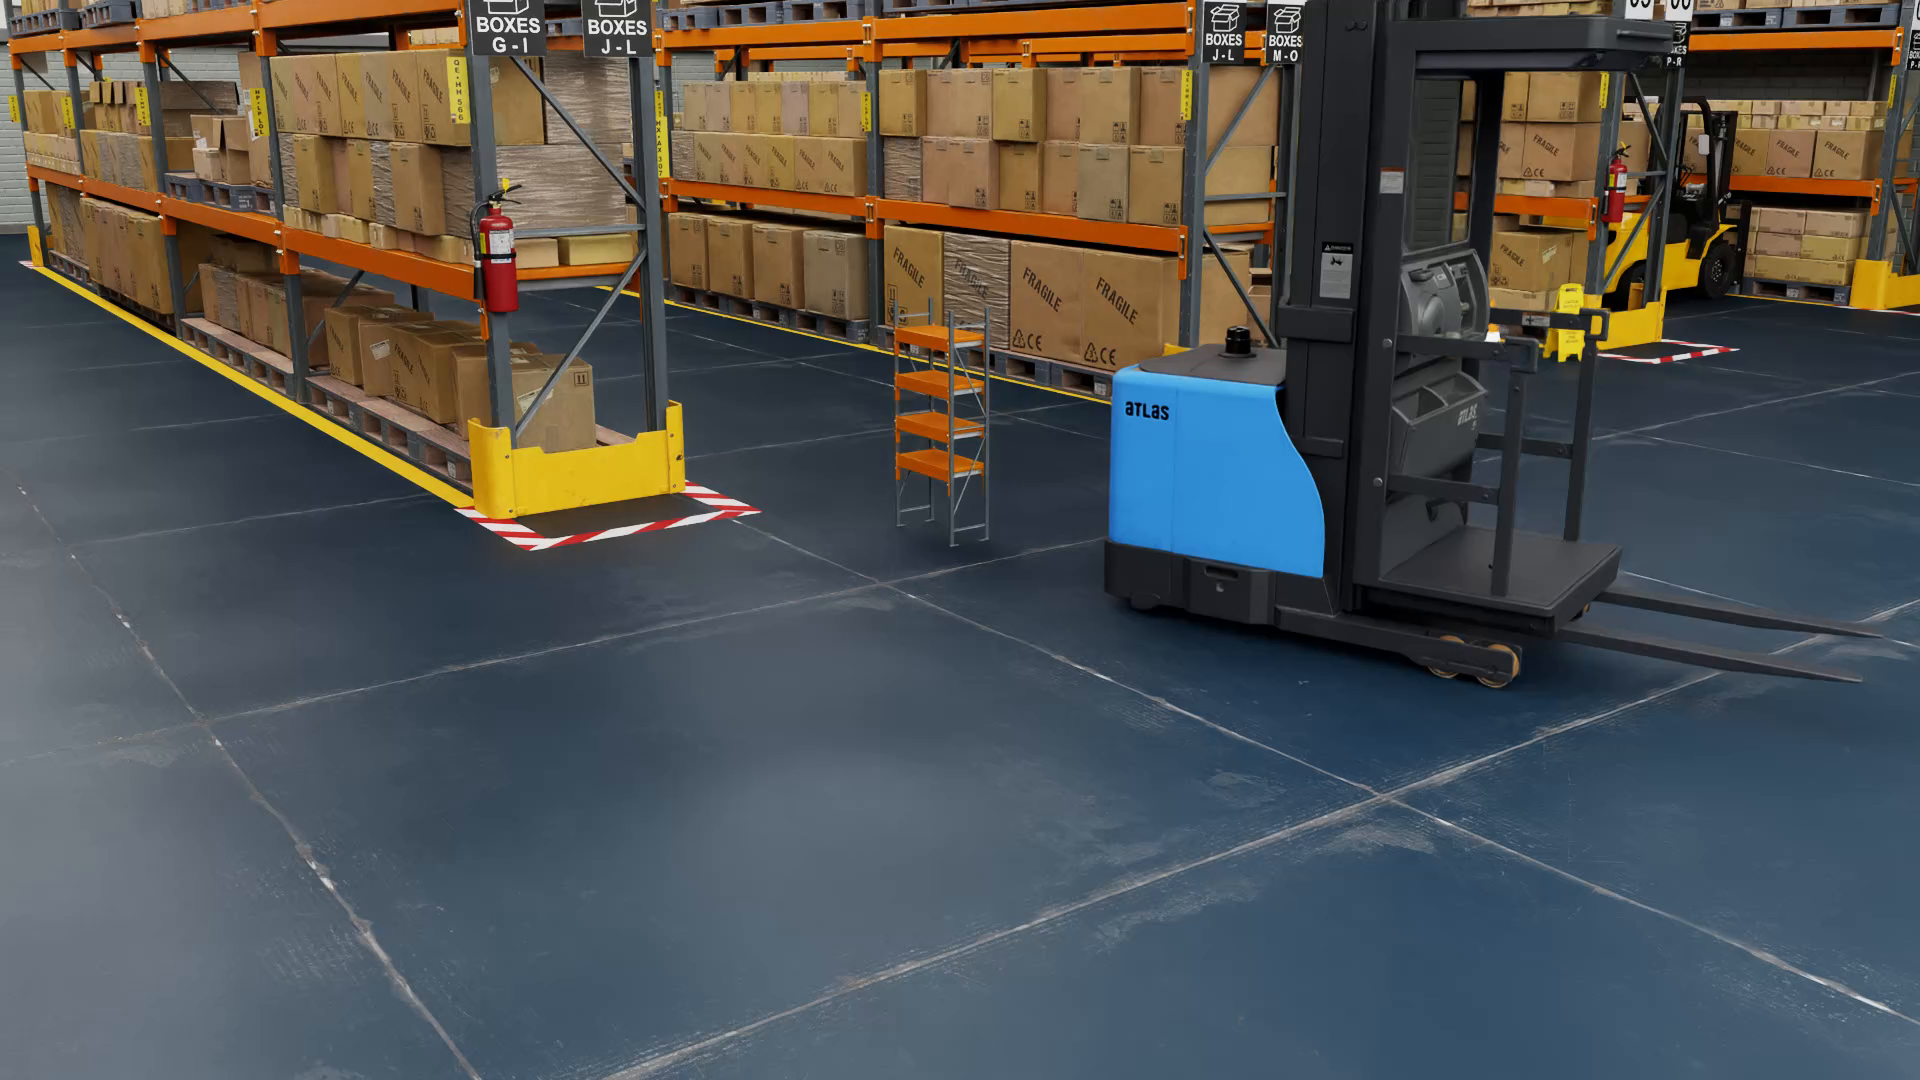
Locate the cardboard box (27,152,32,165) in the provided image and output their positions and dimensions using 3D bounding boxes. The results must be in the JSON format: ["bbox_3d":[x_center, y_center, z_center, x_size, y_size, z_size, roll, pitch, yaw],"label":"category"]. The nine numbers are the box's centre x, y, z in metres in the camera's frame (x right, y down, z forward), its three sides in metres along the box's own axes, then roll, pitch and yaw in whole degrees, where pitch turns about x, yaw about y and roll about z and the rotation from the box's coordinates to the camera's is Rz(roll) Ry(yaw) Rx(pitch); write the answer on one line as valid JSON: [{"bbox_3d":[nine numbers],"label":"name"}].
[{"bbox_3d":[-11.560,-4.831,21.020,0.380,0.149,0.250,-11,19,-34],"label":"cardboard box"}]

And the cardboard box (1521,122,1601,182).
[{"bbox_3d":[5.380,-3.465,14.802,0.500,0.500,0.500,-11,19,-36],"label":"cardboard box"}]

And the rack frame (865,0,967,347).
[{"bbox_3d":[-0.374,-3.265,14.822,1.000,3.000,0.127,-11,19,-35],"label":"rack frame"}]

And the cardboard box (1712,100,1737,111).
[{"bbox_3d":[8.647,-4.847,18.621,0.380,0.149,0.250,-11,19,-34],"label":"cardboard box"}]

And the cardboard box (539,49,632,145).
[{"bbox_3d":[-2.197,-2.496,9.367,0.500,0.500,0.500,-11,19,-35],"label":"cardboard box"}]

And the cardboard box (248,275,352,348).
[{"bbox_3d":[-5.384,-1.882,13.671,0.700,0.500,0.500,-13,20,-39],"label":"cardboard box"}]

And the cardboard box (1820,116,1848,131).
[{"bbox_3d":[9.330,-4.413,17.601,0.380,0.149,0.250,-11,18,-34],"label":"cardboard box"}]

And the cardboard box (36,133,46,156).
[{"bbox_3d":[-10.834,-4.788,20.108,0.500,0.250,0.500,-12,19,-36],"label":"cardboard box"}]

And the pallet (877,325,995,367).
[{"bbox_3d":[0.010,-1.745,14.553,1.003,0.211,1.213,-11,19,-35],"label":"pallet"}]

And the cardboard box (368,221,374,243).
[{"bbox_3d":[-3.486,-1.938,10.451,0.380,0.149,0.250,-11,19,-35],"label":"cardboard box"}]

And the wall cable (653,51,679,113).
[{"bbox_3d":[-5.679,-8.530,32.136,0.588,1.984,0.122,-11,19,-35],"label":"wall cable"}]

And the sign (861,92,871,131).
[{"bbox_3d":[-0.807,-3.699,14.365,0.100,0.325,0.005,-11,19,-35],"label":"sign"}]

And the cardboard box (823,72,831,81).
[{"bbox_3d":[-1.778,-6.751,24.246,0.380,0.149,0.250,-11,19,-34],"label":"cardboard box"}]

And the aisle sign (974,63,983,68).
[{"bbox_3d":[0.250,-8.611,29.432,0.394,0.787,0.004,-11,19,-35],"label":"aisle sign"}]

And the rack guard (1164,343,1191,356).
[{"bbox_3d":[1.992,-1.200,12.013,1.175,0.500,0.348,-11,19,-35],"label":"rack guard"}]

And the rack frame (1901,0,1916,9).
[{"bbox_3d":[9.935,-6.865,16.614,1.000,3.000,0.127,-11,19,-35],"label":"rack frame"}]

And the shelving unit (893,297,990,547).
[{"bbox_3d":[-0.097,-0.614,8.547,0.258,1.200,0.503,-11,19,-35],"label":"shelving unit"}]

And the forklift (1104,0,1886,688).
[{"bbox_3d":[2.147,-0.997,6.668,3.031,2.935,1.130,10,18,34],"label":"forklift"}]

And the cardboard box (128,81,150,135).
[{"bbox_3d":[-7.595,-4.201,16.153,0.797,0.503,0.637,-10,18,-33],"label":"cardboard box"}]

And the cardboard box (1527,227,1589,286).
[{"bbox_3d":[5.657,-2.659,15.601,0.500,0.500,0.500,-12,19,-36],"label":"cardboard box"}]

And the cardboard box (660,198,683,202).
[{"bbox_3d":[-3.515,-3.878,19.583,0.500,0.250,0.500,-11,19,-34],"label":"cardboard box"}]

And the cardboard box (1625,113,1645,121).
[{"bbox_3d":[7.972,-4.908,19.406,0.380,0.149,0.250,-10,18,-33],"label":"cardboard box"}]

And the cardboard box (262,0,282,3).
[{"bbox_3d":[-4.388,-3.755,11.216,0.500,0.250,0.500,-12,19,-37],"label":"cardboard box"}]

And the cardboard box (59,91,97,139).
[{"bbox_3d":[-9.636,-4.714,18.418,0.500,0.500,0.500,-10,18,-33],"label":"cardboard box"}]

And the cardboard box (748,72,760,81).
[{"bbox_3d":[-3.059,-7.170,25.779,0.380,0.149,0.250,-12,19,-36],"label":"cardboard box"}]

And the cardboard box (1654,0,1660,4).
[{"bbox_3d":[5.842,-4.867,14.716,0.500,0.250,0.500,-11,19,-36],"label":"cardboard box"}]

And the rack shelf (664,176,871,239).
[{"bbox_3d":[-1.550,-3.345,16.478,1.077,0.370,4.000,-11,19,-35],"label":"rack shelf"}]

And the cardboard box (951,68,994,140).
[{"bbox_3d":[0.439,-3.538,13.490,0.875,0.550,0.550,-11,19,-35],"label":"cardboard box"}]

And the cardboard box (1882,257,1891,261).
[{"bbox_3d":[9.804,-2.983,18.207,0.500,0.250,0.500,-11,19,-34],"label":"cardboard box"}]

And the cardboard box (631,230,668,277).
[{"bbox_3d":[-3.325,-3.216,18.583,0.500,0.500,0.500,-11,19,-35],"label":"cardboard box"}]

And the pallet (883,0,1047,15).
[{"bbox_3d":[0.098,-4.492,13.794,1.003,0.211,1.213,-11,19,-35],"label":"pallet"}]

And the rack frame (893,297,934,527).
[{"bbox_3d":[-0.241,-0.666,8.737,0.240,1.200,0.015,-11,19,-35],"label":"rack frame"}]

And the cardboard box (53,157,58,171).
[{"bbox_3d":[-10.350,-4.392,19.417,0.380,0.149,0.250,-11,19,-35],"label":"cardboard box"}]

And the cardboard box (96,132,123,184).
[{"bbox_3d":[-8.491,-3.922,17.034,0.500,0.500,0.500,-11,19,-36],"label":"cardboard box"}]

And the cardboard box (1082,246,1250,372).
[{"bbox_3d":[1.525,-1.723,12.418,0.875,0.875,0.875,-11,19,-34],"label":"cardboard box"}]

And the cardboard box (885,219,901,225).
[{"bbox_3d":[-0.704,-4.821,23.737,0.875,0.875,0.875,-10,18,-33],"label":"cardboard box"}]

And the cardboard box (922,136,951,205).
[{"bbox_3d":[0.194,-3.146,14.105,0.875,0.550,0.550,-11,19,-35],"label":"cardboard box"}]

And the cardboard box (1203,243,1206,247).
[{"bbox_3d":[2.148,-2.932,16.906,0.500,0.500,0.500,-11,19,-35],"label":"cardboard box"}]

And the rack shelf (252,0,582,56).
[{"bbox_3d":[-3.270,-3.189,10.227,1.077,0.370,4.000,-11,19,-35],"label":"rack shelf"}]

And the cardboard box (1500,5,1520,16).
[{"bbox_3d":[5.090,-4.733,14.982,0.380,0.149,0.250,-11,19,-34],"label":"cardboard box"}]

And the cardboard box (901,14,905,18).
[{"bbox_3d":[-0.673,-6.975,22.344,0.380,0.166,0.250,-12,20,-38],"label":"cardboard box"}]

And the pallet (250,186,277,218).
[{"bbox_3d":[-4.777,-2.610,12.792,1.003,0.211,1.213,-11,19,-35],"label":"pallet"}]

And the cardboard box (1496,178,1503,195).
[{"bbox_3d":[4.981,-3.271,15.322,0.380,0.149,0.250,-10,18,-34],"label":"cardboard box"}]

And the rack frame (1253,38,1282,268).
[{"bbox_3d":[3.570,-4.055,17.708,1.000,3.000,0.127,-11,19,-35],"label":"rack frame"}]

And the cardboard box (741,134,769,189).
[{"bbox_3d":[-1.792,-3.707,16.248,0.500,0.500,0.500,-11,19,-35],"label":"cardboard box"}]

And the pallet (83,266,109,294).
[{"bbox_3d":[-9.533,-3.054,19.336,1.003,0.211,1.213,-11,19,-35],"label":"pallet"}]

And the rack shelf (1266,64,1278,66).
[{"bbox_3d":[4.746,-4.727,15.847,1.077,0.370,4.000,-11,19,-35],"label":"rack shelf"}]

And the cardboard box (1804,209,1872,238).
[{"bbox_3d":[9.412,-3.380,17.763,0.500,0.250,0.500,-10,18,-33],"label":"cardboard box"}]

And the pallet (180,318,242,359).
[{"bbox_3d":[-6.339,-1.859,14.967,1.003,0.211,1.213,-11,19,-35],"label":"pallet"}]

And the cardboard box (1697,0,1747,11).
[{"bbox_3d":[8.643,-6.141,18.468,0.797,0.503,0.637,-10,18,-33],"label":"cardboard box"}]

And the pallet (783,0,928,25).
[{"bbox_3d":[-0.953,-4.807,15.139,0.805,0.209,1.217,-12,19,-37],"label":"pallet"}]

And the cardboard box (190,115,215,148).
[{"bbox_3d":[-6.448,-3.512,14.742,0.500,0.500,0.500,-14,21,-41],"label":"cardboard box"}]

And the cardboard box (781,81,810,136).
[{"bbox_3d":[-1.272,-4.118,15.856,0.700,0.500,0.500,-11,19,-34],"label":"cardboard box"}]

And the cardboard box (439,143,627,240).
[{"bbox_3d":[-2.395,-1.976,9.360,0.875,0.500,0.500,-11,19,-35],"label":"cardboard box"}]
